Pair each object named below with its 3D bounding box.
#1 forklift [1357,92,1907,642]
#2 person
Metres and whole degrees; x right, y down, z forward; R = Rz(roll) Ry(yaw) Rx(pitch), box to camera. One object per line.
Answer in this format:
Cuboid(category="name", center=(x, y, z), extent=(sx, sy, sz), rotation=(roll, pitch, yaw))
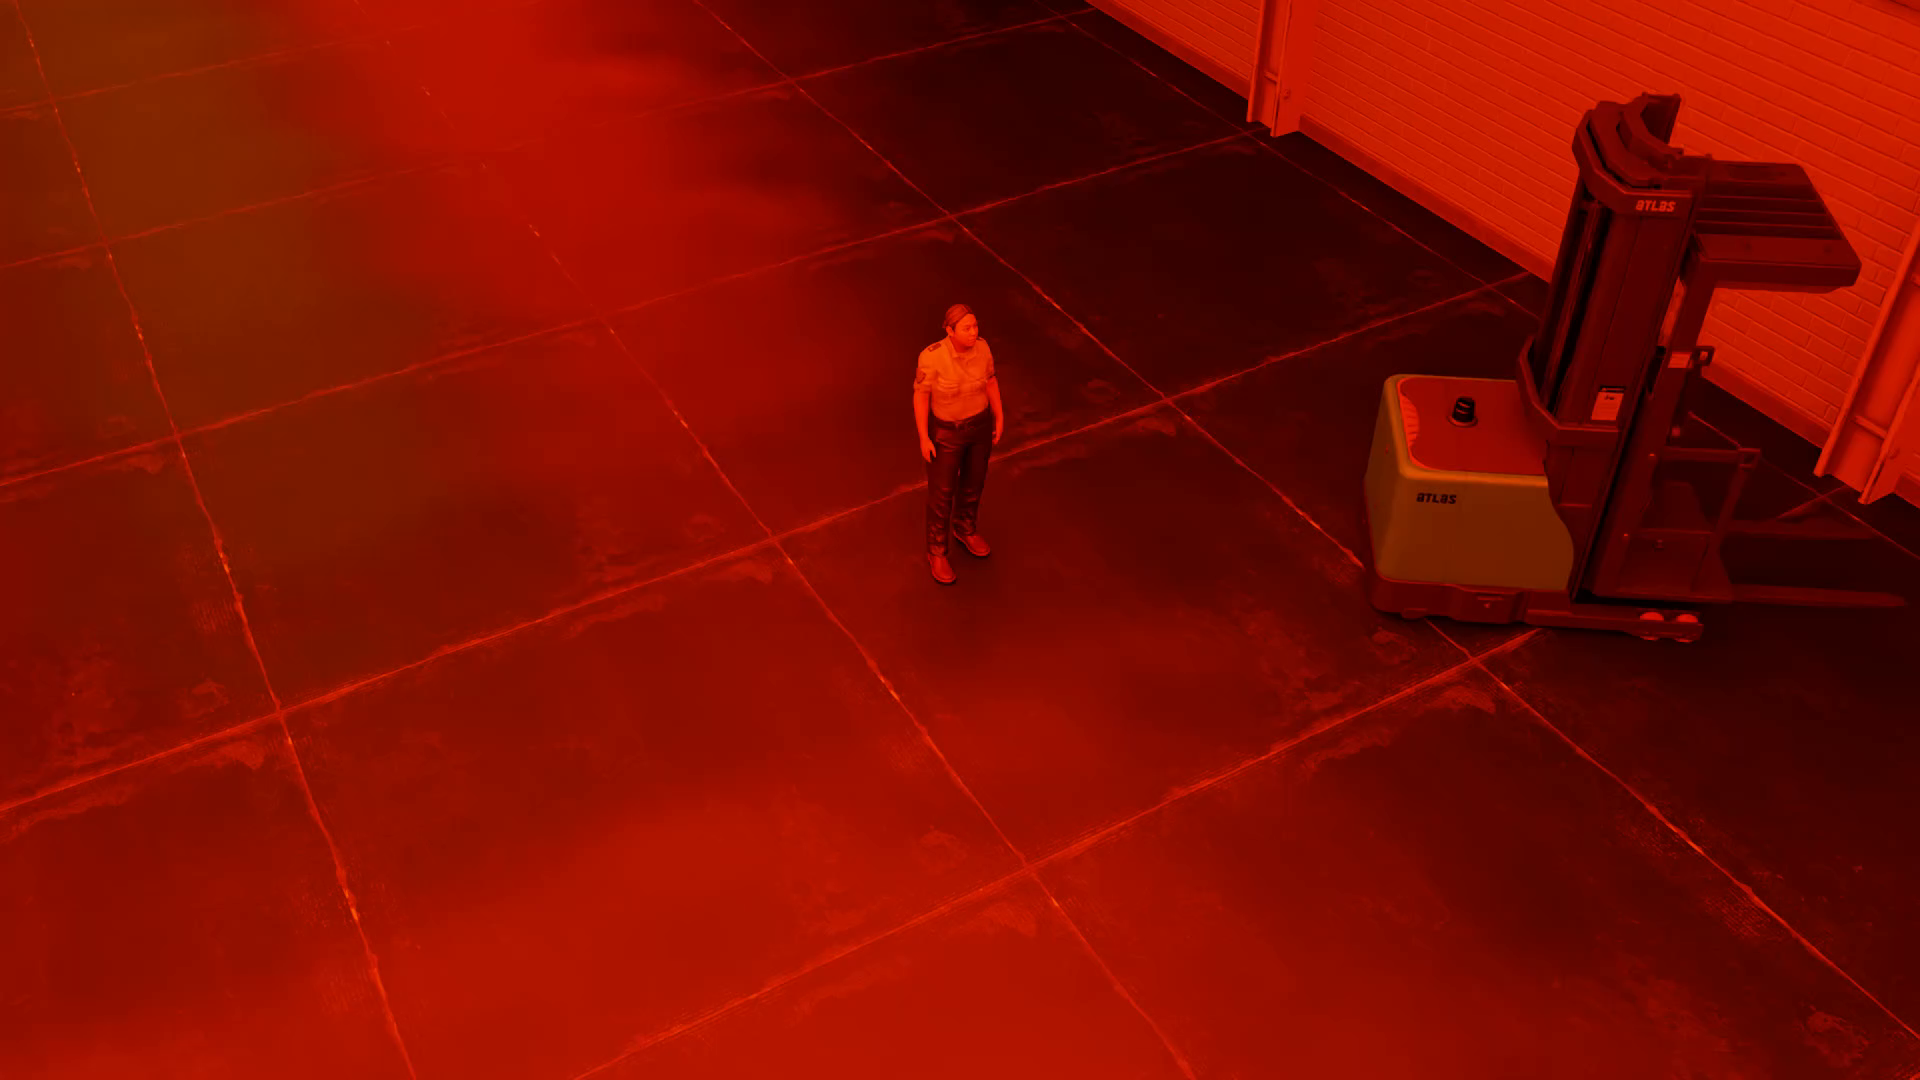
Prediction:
Cuboid(category="forklift", center=(3.958, -0.894, 9.114), extent=(3.031, 2.935, 1.130), rotation=(4, 40, 4))
Cuboid(category="person", center=(0.025, -0.580, 9.736), extent=(0.599, 1.642, 0.503), rotation=(-20, 44, -23))
